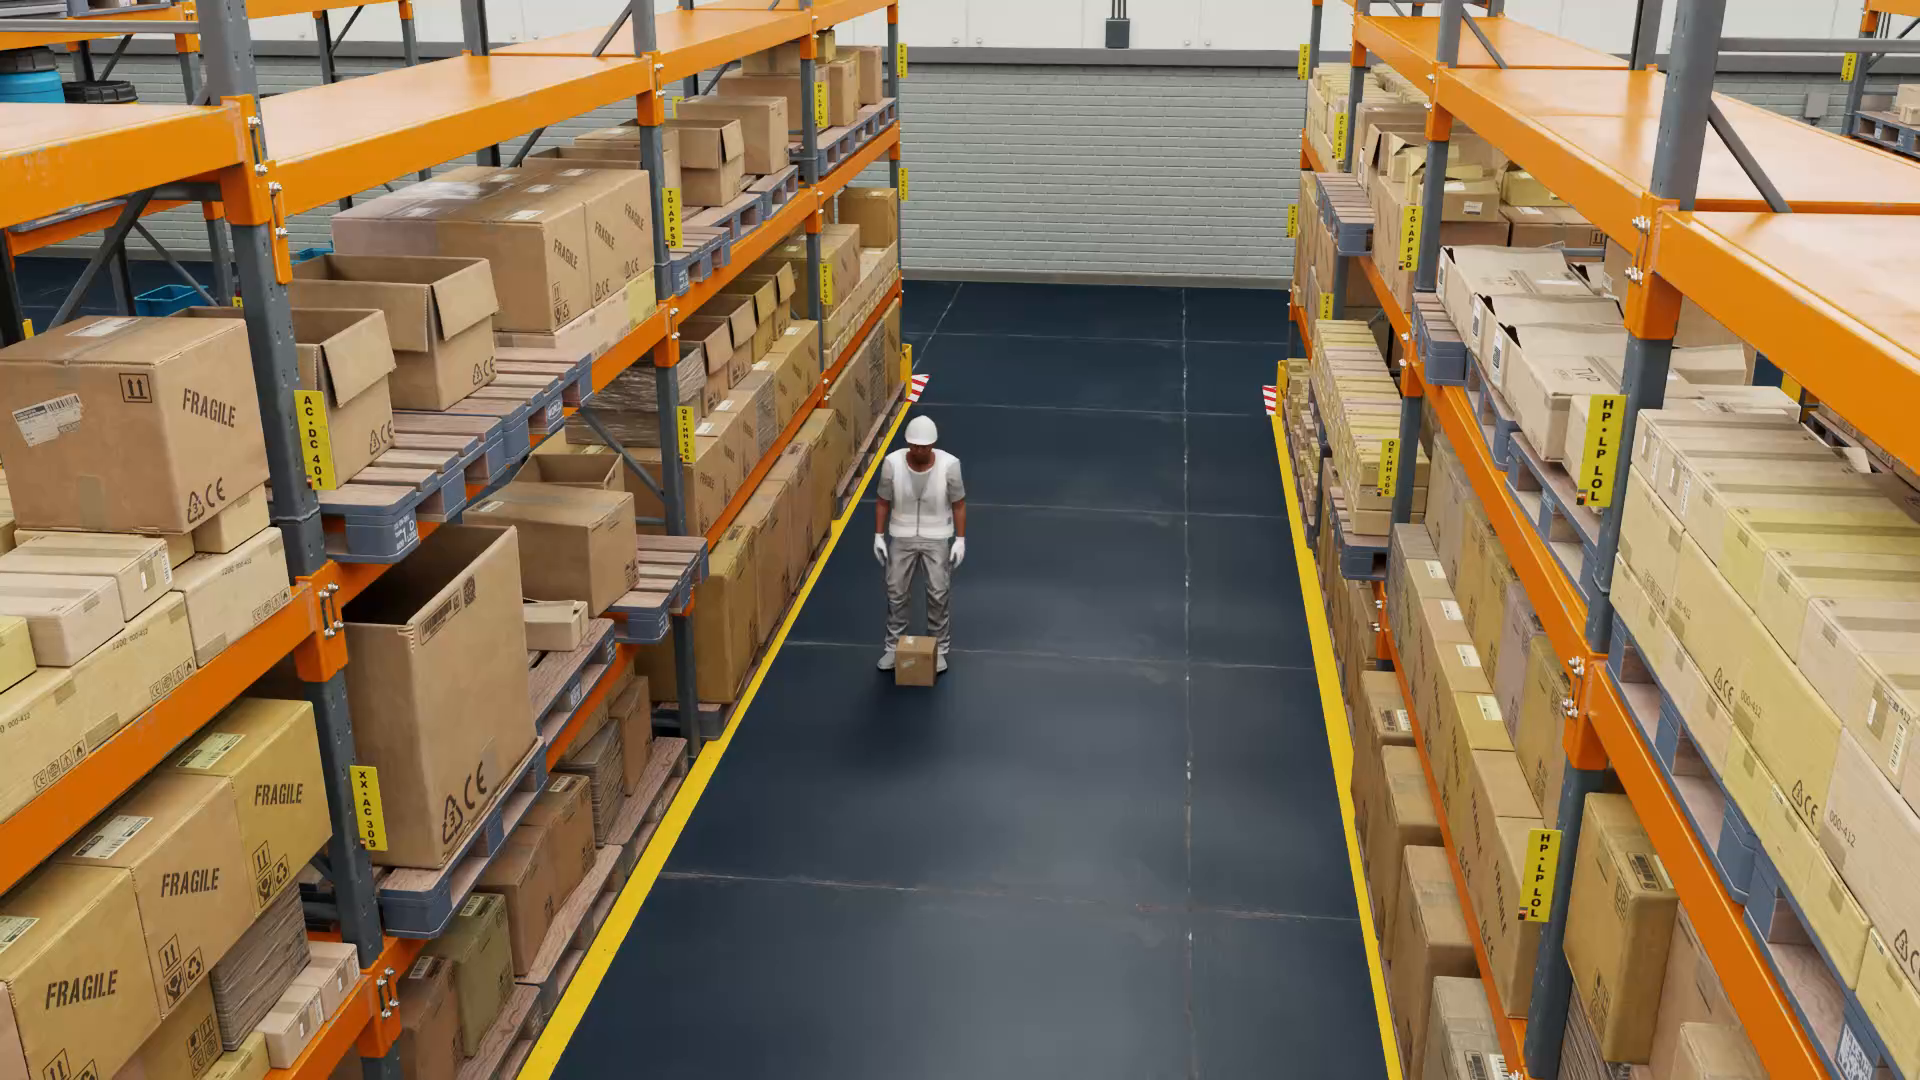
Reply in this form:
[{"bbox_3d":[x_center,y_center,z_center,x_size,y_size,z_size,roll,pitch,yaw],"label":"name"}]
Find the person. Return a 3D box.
[{"bbox_3d":[-0.258,0.015,11.026,0.632,1.776,0.444,2,21,5],"label":"person"}]
